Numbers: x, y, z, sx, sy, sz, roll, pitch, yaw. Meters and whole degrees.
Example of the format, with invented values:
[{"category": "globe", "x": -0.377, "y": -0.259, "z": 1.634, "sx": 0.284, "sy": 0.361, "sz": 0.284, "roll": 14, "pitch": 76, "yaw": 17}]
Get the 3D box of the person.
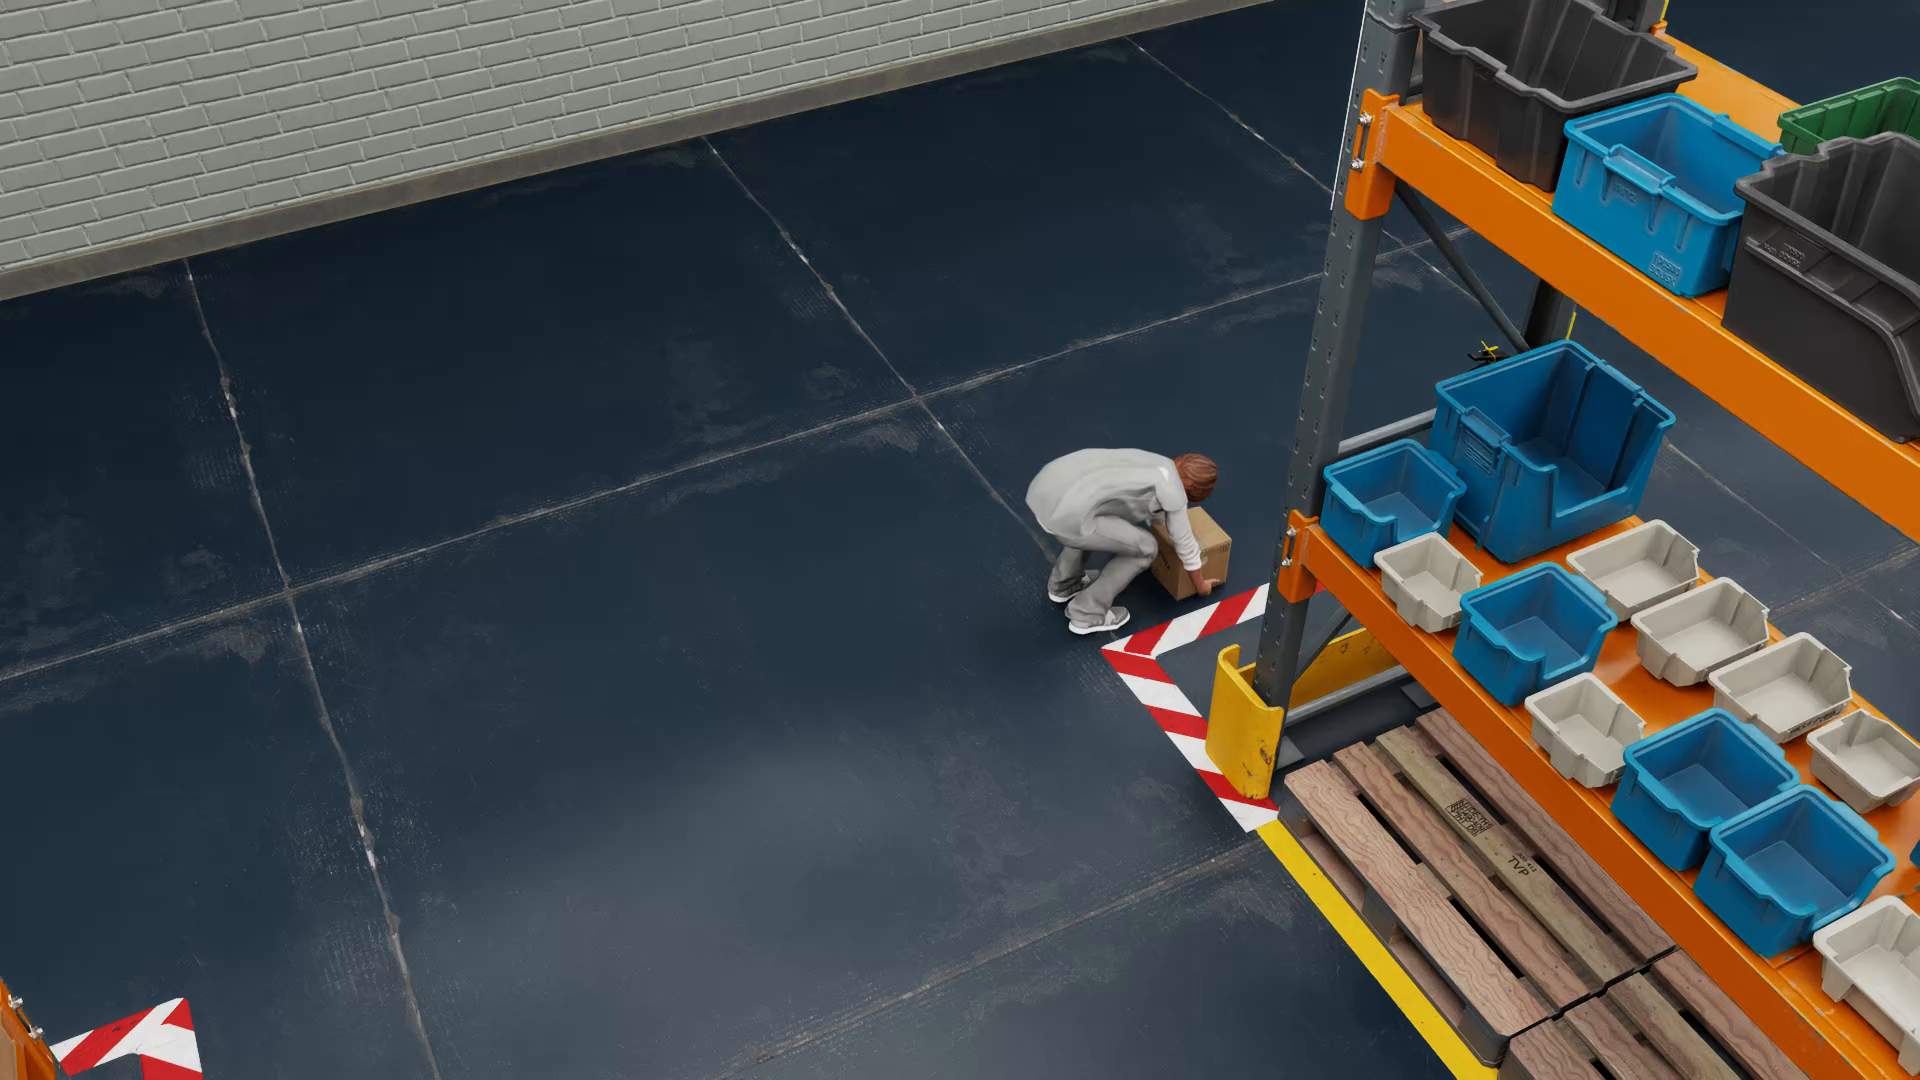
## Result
[{"category": "person", "x": 0.680, "y": -0.012, "z": 6.866, "sx": 0.826, "sy": 0.680, "sz": 0.431, "roll": -18, "pitch": 45, "yaw": -19}]
